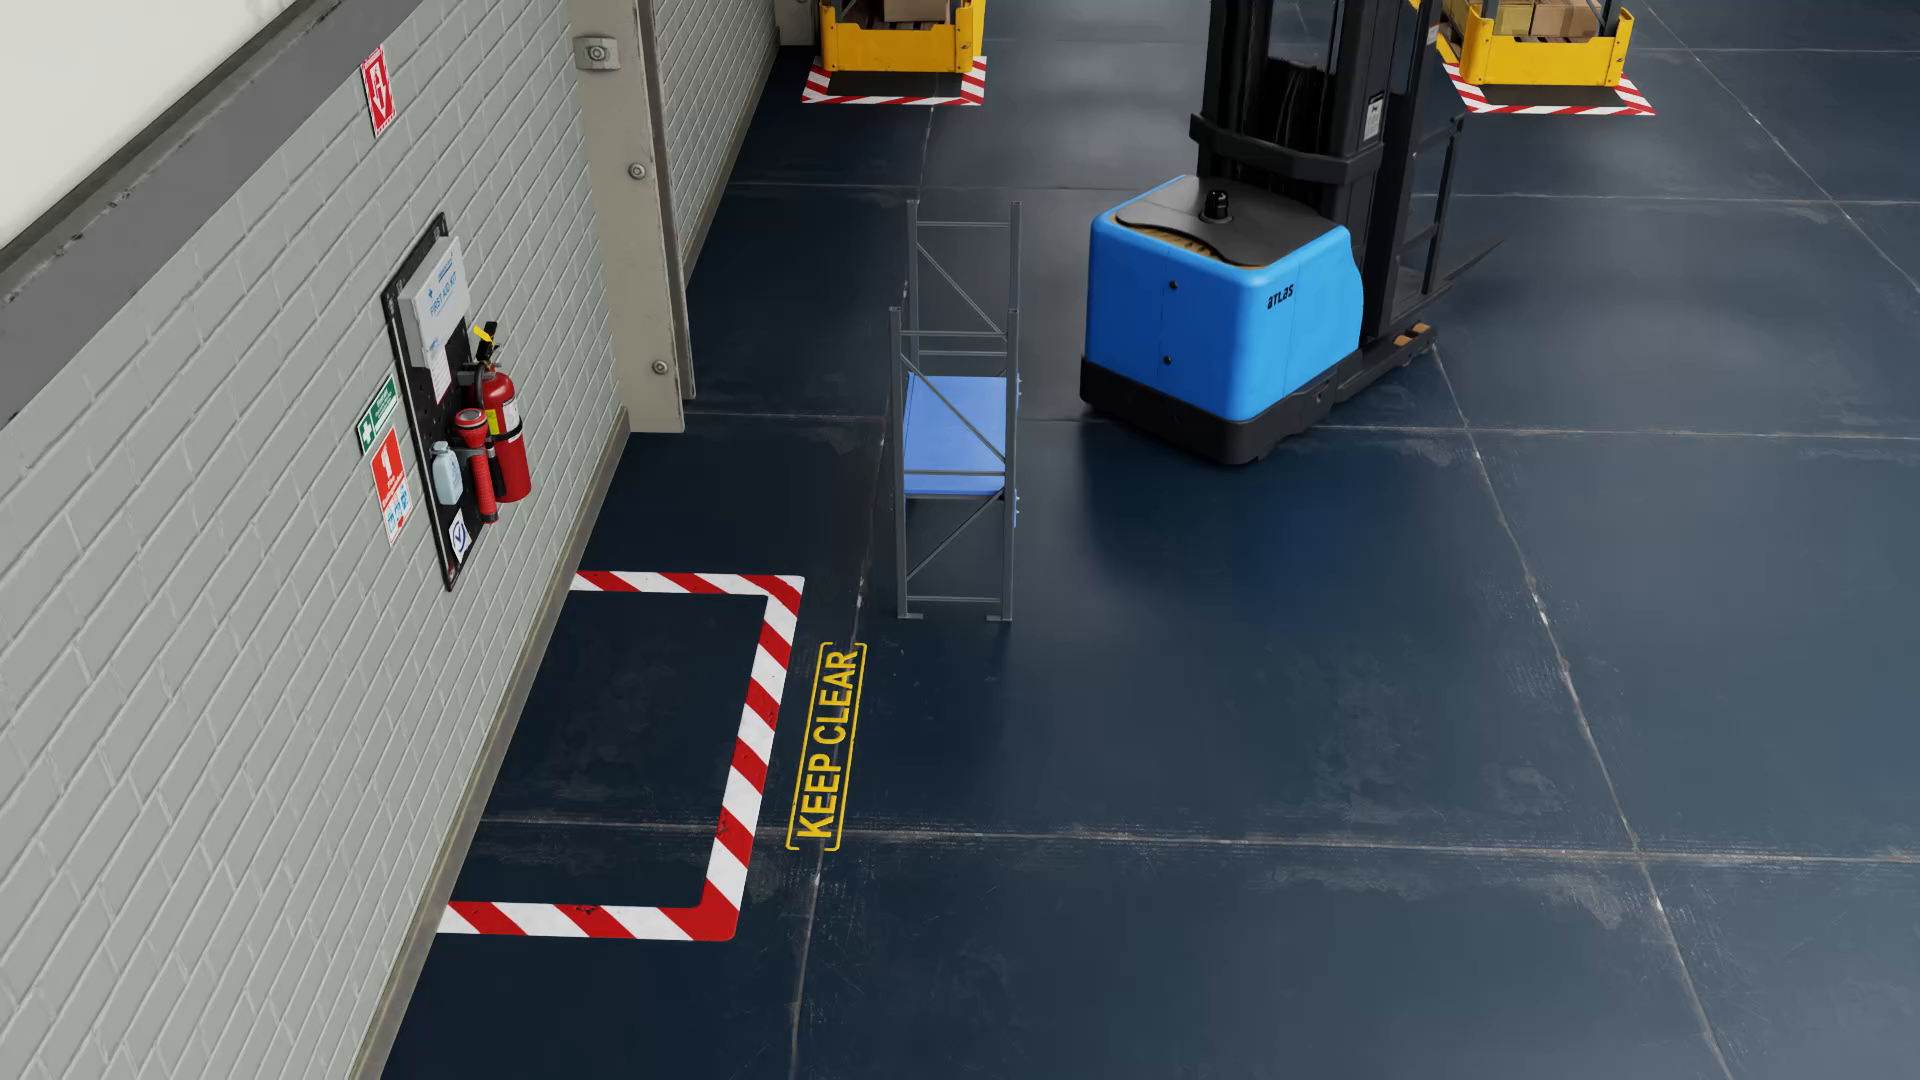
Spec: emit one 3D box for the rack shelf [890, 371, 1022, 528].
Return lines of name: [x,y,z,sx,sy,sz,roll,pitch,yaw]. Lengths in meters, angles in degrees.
rack shelf: [-0.003,-0.417,7.352,0.538,0.185,1.000,1,35,2]

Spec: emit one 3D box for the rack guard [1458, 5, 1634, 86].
rack guard: [4.458,-3.771,12.682,1.175,0.500,0.348,1,35,2]

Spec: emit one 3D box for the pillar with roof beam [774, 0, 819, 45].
pillar with roof beam: [2.975,-7.697,10.876,9.100,9.000,0.400,1,35,2]

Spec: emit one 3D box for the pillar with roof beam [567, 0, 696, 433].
pillar with roof beam: [2.734,-4.250,5.971,9.100,9.000,0.400,1,35,2]

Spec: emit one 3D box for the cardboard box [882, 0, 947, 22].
cardboard box: [-0.373,-4.396,13.351,0.500,0.311,0.500,-2,35,-3]

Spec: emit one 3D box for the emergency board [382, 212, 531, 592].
emergency board: [-1.705,-0.476,5.819,0.194,1.169,0.643,1,35,2]

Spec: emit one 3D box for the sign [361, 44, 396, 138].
sign: [-1.805,-1.422,5.149,0.001,0.298,0.199,1,35,2]

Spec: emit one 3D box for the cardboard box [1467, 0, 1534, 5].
cardboard box: [4.183,-4.477,12.885,0.500,0.500,0.500,1,35,2]

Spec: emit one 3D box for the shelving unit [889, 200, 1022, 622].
shelving unit: [-0.003,-0.565,7.249,0.538,1.500,1.048,1,35,2]

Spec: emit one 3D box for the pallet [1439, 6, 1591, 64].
pallet: [4.448,-4.107,13.411,1.003,0.211,1.213,1,35,2]

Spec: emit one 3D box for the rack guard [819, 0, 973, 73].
rack guard: [-0.488,-3.941,12.923,1.175,0.500,0.348,1,35,2]

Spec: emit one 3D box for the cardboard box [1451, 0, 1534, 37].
cardboard box: [4.186,-4.170,13.100,0.500,0.250,0.500,1,35,2]

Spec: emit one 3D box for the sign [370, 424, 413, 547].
sign: [-1.830,-0.176,5.360,0.001,0.329,0.234,1,35,2]

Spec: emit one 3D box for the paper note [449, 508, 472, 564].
paper note: [-1.781,-0.016,5.930,0.016,0.148,0.142,1,35,2]

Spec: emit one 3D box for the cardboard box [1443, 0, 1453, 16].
cardboard box: [4.194,-4.457,13.510,0.500,0.250,0.500,1,35,2]

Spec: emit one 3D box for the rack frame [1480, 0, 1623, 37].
rack frame: [4.459,-4.808,11.982,1.000,3.000,0.127,1,35,2]

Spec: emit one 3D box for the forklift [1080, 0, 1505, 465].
forklift: [1.994,-2.328,8.513,1.130,2.935,3.031,28,44,34]

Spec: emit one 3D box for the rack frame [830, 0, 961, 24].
rack frame: [-0.491,-4.920,12.142,1.000,3.000,0.127,1,35,2]

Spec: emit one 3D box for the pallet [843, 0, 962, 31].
pallet: [-0.420,-4.289,13.669,1.003,0.211,1.213,1,35,2]

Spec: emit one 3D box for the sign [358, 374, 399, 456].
sign: [-1.821,-0.395,5.211,0.001,0.109,0.331,1,35,2]

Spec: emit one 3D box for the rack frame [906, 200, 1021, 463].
rack frame: [0.017,-0.857,7.665,0.500,1.500,0.032,1,35,2]

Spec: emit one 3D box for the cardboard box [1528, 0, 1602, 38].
cardboard box: [4.703,-4.158,13.083,0.500,0.250,0.500,1,35,2]

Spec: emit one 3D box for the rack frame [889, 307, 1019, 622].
rack frame: [-0.024,-0.273,6.833,0.500,1.500,0.032,1,35,2]
